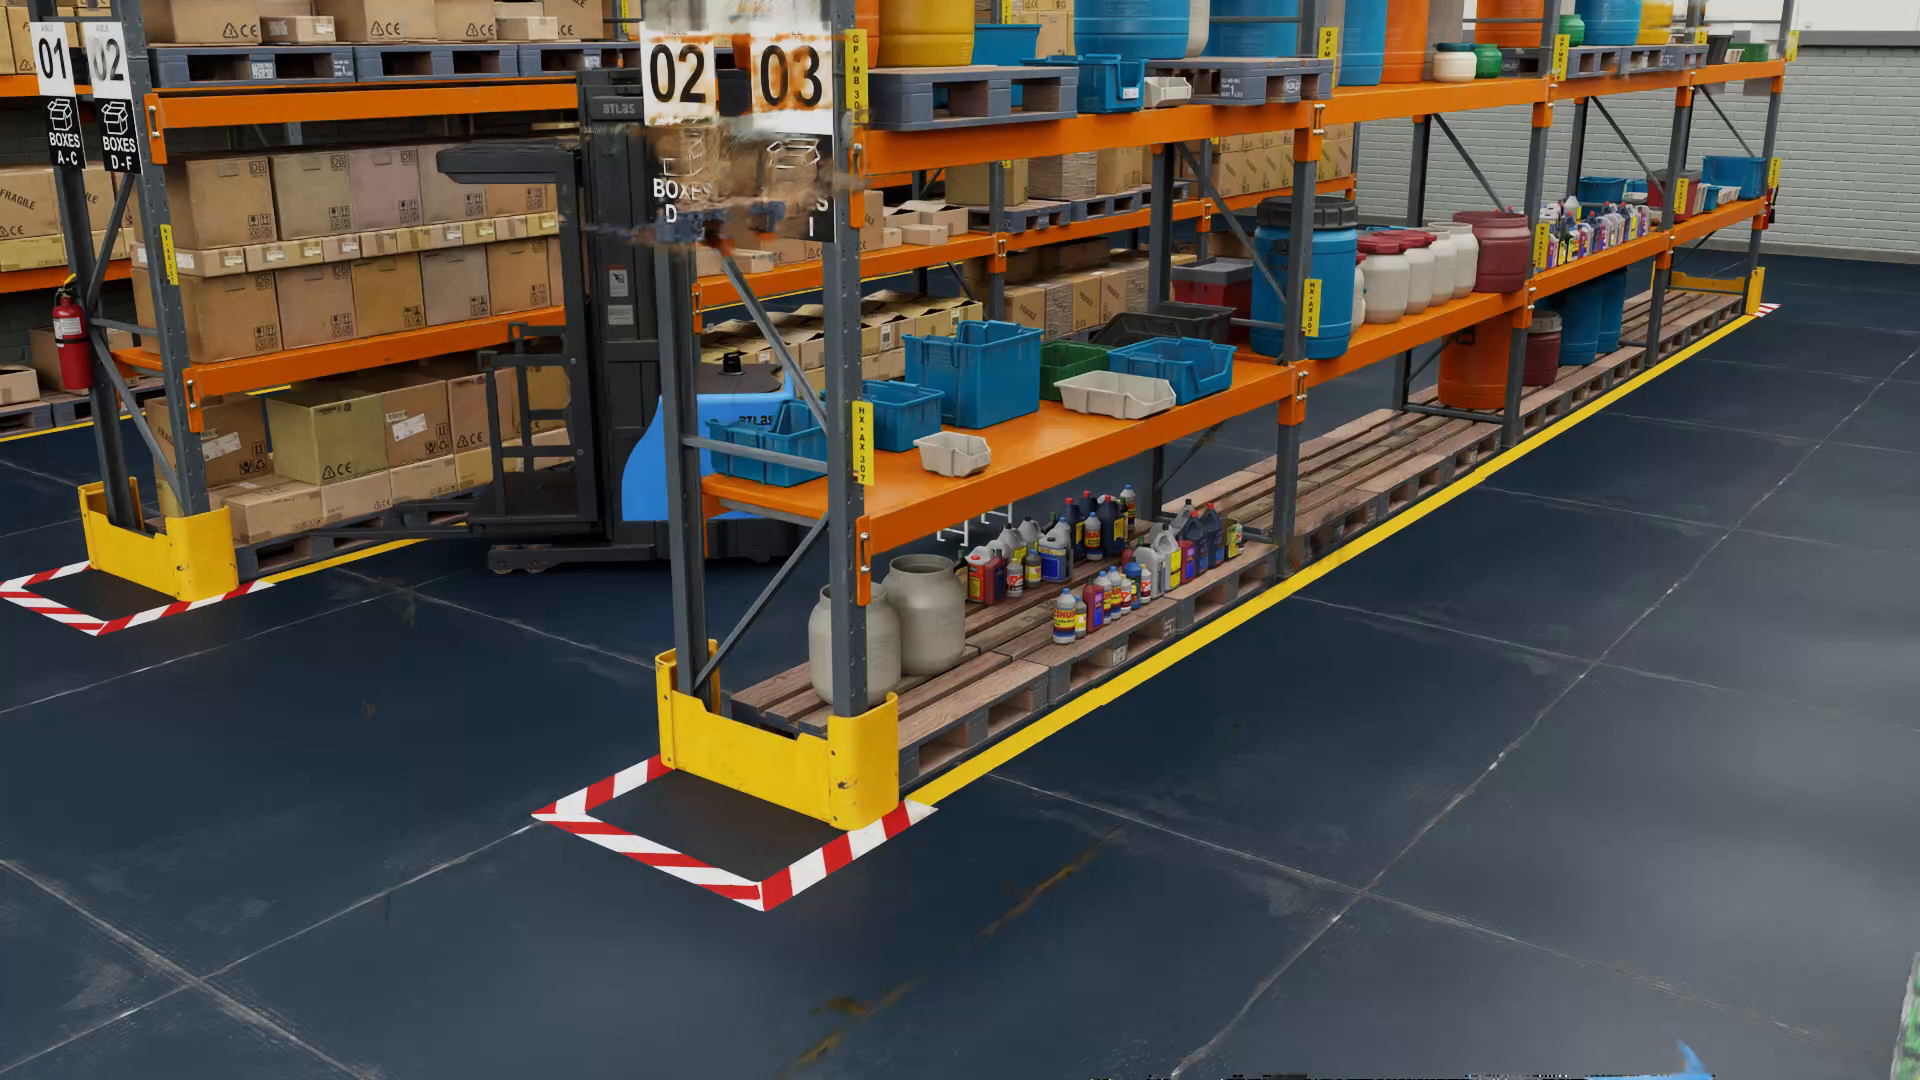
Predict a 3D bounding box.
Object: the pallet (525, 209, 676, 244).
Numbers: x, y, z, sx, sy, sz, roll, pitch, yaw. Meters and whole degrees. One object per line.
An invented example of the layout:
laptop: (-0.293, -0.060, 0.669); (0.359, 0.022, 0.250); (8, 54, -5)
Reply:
pallet: (-5.933, -4.515, 15.484); (1.213, 0.211, 1.003); (12, 21, 35)

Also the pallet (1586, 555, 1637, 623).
pallet: (1.180, -2.251, 17.636); (1.003, 0.211, 1.213); (12, 21, 35)

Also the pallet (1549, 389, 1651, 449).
pallet: (1.132, -3.495, 17.263); (1.003, 0.211, 1.213); (12, 21, 35)

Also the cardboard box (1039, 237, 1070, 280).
cardboard box: (-3.240, -3.625, 11.507); (0.500, 0.311, 0.500); (11, 20, 32)

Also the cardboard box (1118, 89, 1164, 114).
cardboard box: (-1.391, -7.124, 21.681); (0.500, 0.500, 0.500); (12, 21, 34)

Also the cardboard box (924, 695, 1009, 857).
cardboard box: (-3.581, -1.743, 11.129); (0.700, 0.500, 0.500); (13, 22, 36)

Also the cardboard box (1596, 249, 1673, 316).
cardboard box: (2.454, -4.766, 19.180); (0.500, 0.500, 0.500); (13, 21, 35)

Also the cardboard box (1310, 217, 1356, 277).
cardboard box: (-1.706, -4.007, 13.077); (0.500, 0.250, 0.500); (10, 20, 29)

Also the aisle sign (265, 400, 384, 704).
aisle sign: (-5.065, -2.495, 9.335); (0.394, 0.787, 0.004); (12, 21, 35)

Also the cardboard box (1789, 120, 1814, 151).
cardboard box: (4.345, -6.341, 20.456); (0.500, 0.250, 0.500); (12, 21, 35)

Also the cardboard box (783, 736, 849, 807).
cardboard box: (-3.926, -1.812, 10.258); (0.380, 0.149, 0.250); (12, 21, 34)

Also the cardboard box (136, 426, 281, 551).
cardboard box: (-7.331, -2.811, 13.692); (0.500, 0.500, 0.500); (13, 22, 36)

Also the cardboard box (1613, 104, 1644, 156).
cardboard box: (1.209, -5.378, 16.902); (0.600, 0.600, 0.600); (11, 21, 33)

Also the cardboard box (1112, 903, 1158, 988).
cardboard box: (-2.813, -0.791, 12.160); (0.500, 0.250, 0.500); (12, 21, 35)

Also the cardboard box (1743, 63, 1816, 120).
cardboard box: (4.451, -6.860, 20.865); (0.700, 0.500, 0.500); (12, 21, 35)

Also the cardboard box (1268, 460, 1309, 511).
cardboard box: (-1.323, -2.642, 14.025); (0.500, 0.500, 0.500); (12, 21, 35)

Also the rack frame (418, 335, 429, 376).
rack frame: (-6.387, -3.044, 15.488); (1.000, 3.000, 0.127); (12, 21, 35)

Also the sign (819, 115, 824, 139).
sign: (-4.444, -5.814, 18.345); (0.100, 0.325, 0.005); (12, 21, 35)

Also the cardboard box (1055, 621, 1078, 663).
cardboard box: (-3.004, -2.182, 11.451); (0.380, 0.149, 0.250); (12, 21, 34)

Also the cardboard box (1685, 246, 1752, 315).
cardboard box: (3.174, -4.786, 19.242); (0.500, 0.500, 0.500); (12, 21, 33)

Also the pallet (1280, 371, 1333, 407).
pallet: (0.350, -4.366, 24.448); (1.003, 0.211, 1.213); (12, 21, 35)

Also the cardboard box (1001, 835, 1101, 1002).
cardboard box: (-3.109, -1.029, 11.664); (0.500, 0.500, 0.500); (12, 21, 35)

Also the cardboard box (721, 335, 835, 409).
cardboard box: (-3.947, -3.046, 9.916); (0.380, 0.149, 0.250); (12, 21, 35)

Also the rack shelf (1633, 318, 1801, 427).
rack shelf: (3.552, -4.208, 20.449); (1.077, 0.370, 4.000); (12, 21, 35)

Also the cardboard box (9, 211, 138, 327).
cardboard box: (-7.715, -3.863, 12.864); (0.500, 0.500, 0.500); (14, 22, 37)

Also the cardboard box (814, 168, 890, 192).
cardboard box: (-4.216, -5.177, 17.416); (0.500, 0.311, 0.500); (12, 21, 35)

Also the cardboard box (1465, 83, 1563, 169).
cardboard box: (0.242, -5.183, 15.463); (0.500, 0.500, 0.500); (12, 21, 35)

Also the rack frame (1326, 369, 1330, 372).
rack frame: (0.763, -5.902, 24.692); (1.000, 3.000, 0.127); (12, 21, 35)

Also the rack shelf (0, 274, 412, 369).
rack shelf: (-7.578, -3.657, 13.616); (1.077, 0.370, 4.000); (12, 21, 35)

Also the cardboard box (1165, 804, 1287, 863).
cardboard box: (-1.967, -1.109, 13.186); (0.500, 0.250, 0.500); (12, 21, 33)

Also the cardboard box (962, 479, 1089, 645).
cardboard box: (-3.264, -2.490, 11.349); (0.700, 0.500, 0.500); (12, 21, 35)

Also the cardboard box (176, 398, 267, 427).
cardboard box: (-7.447, -3.025, 14.381); (0.500, 0.500, 0.500); (13, 22, 36)

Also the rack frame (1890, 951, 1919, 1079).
rack frame: (-0.047, -0.554, 10.506); (0.240, 1.200, 0.015); (12, 21, 35)

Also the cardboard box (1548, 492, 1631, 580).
cardboard box: (1.395, -2.566, 17.422); (0.500, 0.500, 0.500); (12, 21, 33)

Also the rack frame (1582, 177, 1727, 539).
rack frame: (2.360, -4.075, 18.808); (1.000, 3.000, 0.127); (12, 21, 35)

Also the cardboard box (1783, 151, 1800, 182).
cardboard box: (4.055, -5.981, 20.141); (0.500, 0.250, 0.500); (12, 21, 35)

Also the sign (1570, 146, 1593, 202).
sign: (0.418, -4.739, 14.885); (0.100, 0.325, 0.005); (12, 21, 35)

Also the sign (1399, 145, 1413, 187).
sign: (-0.457, -4.898, 15.529); (0.100, 0.325, 0.005); (12, 21, 35)

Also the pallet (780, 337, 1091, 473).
pallet: (-3.621, -3.063, 10.640); (1.003, 0.211, 1.213); (12, 21, 35)

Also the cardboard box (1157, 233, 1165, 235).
cardboard box: (-0.844, -5.392, 22.543); (0.980, 0.700, 0.700); (12, 21, 33)

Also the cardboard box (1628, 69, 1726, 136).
cardboard box: (2.620, -6.155, 18.595); (0.700, 0.500, 0.500); (12, 21, 35)

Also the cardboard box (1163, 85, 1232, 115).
cardboard box: (-0.970, -7.037, 21.400); (0.500, 0.500, 0.500); (12, 21, 34)

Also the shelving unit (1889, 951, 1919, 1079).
shelving unit: (0.099, -0.612, 10.693); (0.258, 1.200, 0.503); (12, 21, 35)

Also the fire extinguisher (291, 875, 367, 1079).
fire extinguisher: (-5.233, -1.234, 9.789); (0.296, 0.674, 0.183); (12, 21, 35)

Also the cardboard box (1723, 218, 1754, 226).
cardboard box: (4.268, -5.494, 21.522); (0.500, 0.500, 0.500); (13, 22, 36)

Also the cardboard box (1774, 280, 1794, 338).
cardboard box: (4.389, -4.796, 20.963); (0.500, 0.500, 0.500); (13, 21, 35)

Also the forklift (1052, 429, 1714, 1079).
forklift: (-2.524, -1.357, 10.173); (3.031, 2.935, 1.130); (-1, 17, -4)

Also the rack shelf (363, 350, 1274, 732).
rack shelf: (-3.598, -2.782, 10.800); (1.077, 0.370, 4.000); (12, 21, 35)

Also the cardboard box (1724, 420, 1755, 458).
cardboard box: (4.028, -3.531, 20.950); (0.500, 0.250, 0.500); (12, 21, 35)

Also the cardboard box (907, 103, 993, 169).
cardboard box: (-3.487, -5.948, 18.872); (0.700, 0.500, 0.500); (11, 20, 32)
